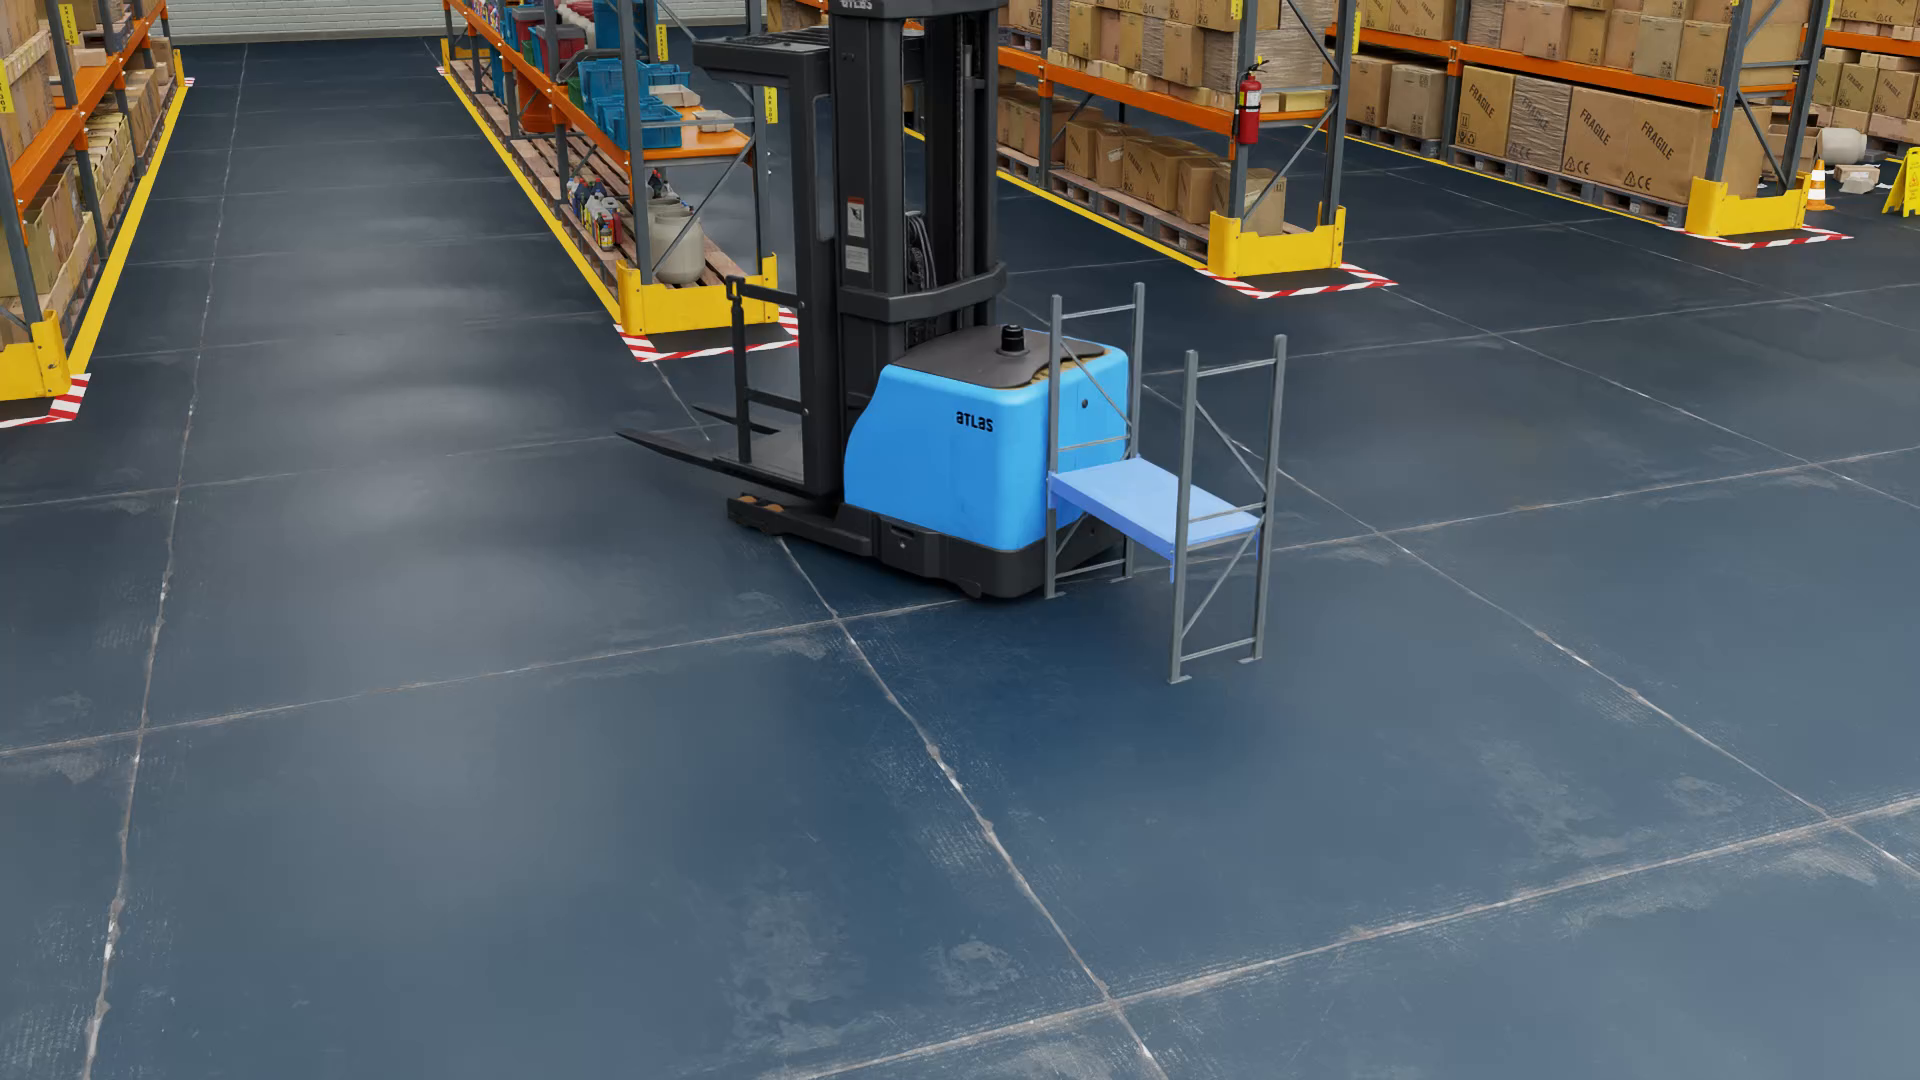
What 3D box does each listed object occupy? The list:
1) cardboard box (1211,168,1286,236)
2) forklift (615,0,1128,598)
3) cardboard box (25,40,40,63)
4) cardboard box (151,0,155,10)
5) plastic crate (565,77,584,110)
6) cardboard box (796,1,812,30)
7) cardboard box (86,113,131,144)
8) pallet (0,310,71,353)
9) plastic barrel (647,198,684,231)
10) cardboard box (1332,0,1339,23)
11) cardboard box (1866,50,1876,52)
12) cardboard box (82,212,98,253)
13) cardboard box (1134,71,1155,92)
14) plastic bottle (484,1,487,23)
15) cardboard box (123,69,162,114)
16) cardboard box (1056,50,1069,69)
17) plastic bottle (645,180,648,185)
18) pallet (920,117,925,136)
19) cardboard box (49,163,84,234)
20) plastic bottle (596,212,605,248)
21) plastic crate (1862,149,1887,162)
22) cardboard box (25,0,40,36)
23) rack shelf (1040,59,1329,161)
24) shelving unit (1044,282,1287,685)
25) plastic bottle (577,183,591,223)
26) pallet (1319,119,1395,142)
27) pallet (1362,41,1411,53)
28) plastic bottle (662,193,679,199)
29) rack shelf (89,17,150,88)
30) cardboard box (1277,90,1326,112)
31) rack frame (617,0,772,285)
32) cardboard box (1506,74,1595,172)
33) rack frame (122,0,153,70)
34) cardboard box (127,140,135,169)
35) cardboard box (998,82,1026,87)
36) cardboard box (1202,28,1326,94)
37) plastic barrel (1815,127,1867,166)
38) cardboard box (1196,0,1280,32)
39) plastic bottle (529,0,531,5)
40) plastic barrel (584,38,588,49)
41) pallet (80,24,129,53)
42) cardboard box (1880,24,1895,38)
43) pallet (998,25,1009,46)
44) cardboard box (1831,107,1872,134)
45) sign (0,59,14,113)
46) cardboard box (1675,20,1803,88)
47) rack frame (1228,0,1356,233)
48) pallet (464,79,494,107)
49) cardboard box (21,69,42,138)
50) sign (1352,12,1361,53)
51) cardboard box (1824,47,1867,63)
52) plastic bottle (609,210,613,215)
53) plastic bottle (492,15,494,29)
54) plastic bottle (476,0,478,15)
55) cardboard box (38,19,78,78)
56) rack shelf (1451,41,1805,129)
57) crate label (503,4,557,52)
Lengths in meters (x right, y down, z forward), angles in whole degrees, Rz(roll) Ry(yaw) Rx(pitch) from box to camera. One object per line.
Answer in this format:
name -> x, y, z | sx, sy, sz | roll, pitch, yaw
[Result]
cardboard box -> 2.524, -2.964, 14.597 | 0.500, 0.500, 0.500 | -4, 23, -9
forklift -> -0.621, -1.517, 8.575 | 3.031, 2.935, 1.130 | 17, 28, 35
cardboard box -> -7.382, -3.784, 12.901 | 0.380, 0.149, 0.250 | -8, 24, -19
cardboard box -> -11.062, -7.331, 22.154 | 0.500, 0.500, 0.500 | -8, 24, -19
plastic crate -> -3.102, -3.837, 14.264 | 0.450, 0.188, 0.662 | -8, 24, -19
cardboard box -> -1.986, -7.845, 25.696 | 0.875, 0.875, 0.875 | -8, 24, -19
cardboard box -> -8.950, -4.270, 17.297 | 0.500, 0.311, 0.500 | -8, 24, -18
pallet -> -6.849, -1.322, 11.615 | 1.003, 0.211, 1.213 | -8, 24, -19
plastic barrel -> -2.385, -2.471, 13.413 | 0.421, 0.512, 0.421 | 0, 23, 0
cardboard box -> 4.845, -6.722, 20.707 | 0.500, 0.500, 0.500 | -8, 24, -19
cardboard box -> 14.024, -7.512, 25.229 | 0.875, 0.625, 0.625 | -8, 24, -17
cardboard box -> -7.584, -2.576, 14.000 | 0.500, 0.250, 0.500 | -8, 24, -19
cardboard box -> 1.807, -4.183, 15.136 | 0.380, 0.149, 0.250 | -8, 24, -19
plastic bottle -> -5.806, -6.580, 20.564 | 0.144, 0.351, 0.185 | -8, 24, -19
cardboard box -> -10.336, -5.606, 20.841 | 0.500, 0.500, 0.500 | -8, 24, -19
cardboard box -> 1.187, -4.818, 16.643 | 0.380, 0.149, 0.250 | -8, 24, -19
plastic bottle -> -2.955, -3.234, 15.406 | 0.144, 0.351, 0.185 | -8, 24, -19
pallet -> 0.178, -5.030, 20.413 | 1.003, 0.211, 1.213 | -8, 24, -19
cardboard box -> -7.419, -2.739, 13.419 | 0.500, 0.500, 0.500 | -8, 24, -19
plastic bottle -> -3.022, -2.611, 14.015 | 0.061, 0.283, 0.133 | -8, 24, -18
plastic crate -> 10.375, -4.478, 19.270 | 0.402, 0.080, 0.583 | -18, 29, -37
cardboard box -> -7.790, -4.272, 13.224 | 0.700, 0.500, 0.500 | -8, 24, -19
rack shelf -> 2.023, -4.088, 15.513 | 1.077, 0.370, 4.000 | -8, 24, -19
shelving unit -> 0.883, -0.284, 7.492 | 0.538, 1.500, 1.048 | -12, 26, -27
plastic bottle -> -3.354, -3.030, 14.921 | 0.144, 0.351, 0.185 | -9, 25, -21
pallet -> 5.214, -5.219, 20.861 | 1.003, 0.211, 1.213 | -8, 24, -19
pallet -> 7.566, -8.415, 28.443 | 1.003, 0.211, 1.213 | -8, 24, -19
plastic bottle -> -2.585, -2.973, 14.882 | 0.152, 0.276, 0.135 | -8, 24, -18
rack shelf -> -10.072, -5.637, 19.188 | 1.077, 0.370, 4.000 | -8, 24, -19
cardboard box -> 2.852, -3.713, 14.021 | 0.380, 0.149, 0.250 | -8, 24, -19
rack frame -> -1.904, -3.013, 12.037 | 1.000, 3.000, 0.127 | -8, 24, -19
cardboard box -> 6.471, -4.439, 17.616 | 0.875, 0.875, 0.875 | -8, 24, -19
rack frame -> -10.779, -6.695, 20.773 | 1.000, 3.000, 0.127 | -8, 24, -19
cardboard box -> -8.952, -4.011, 17.403 | 0.500, 0.250, 0.500 | -8, 24, -18
cardboard box -> 0.366, -5.210, 19.901 | 0.700, 0.500, 0.500 | -10, 25, -23
cardboard box -> 2.561, -4.080, 14.055 | 0.875, 0.500, 0.500 | -8, 24, -19
plastic barrel -> 9.854, -4.408, 18.664 | 0.512, 0.421, 0.421 | 8, 24, 18
cardboard box -> 2.304, -4.503, 13.772 | 0.500, 0.500, 0.500 | -8, 24, -19
plastic bottle -> -5.457, -6.827, 21.250 | 0.097, 0.271, 0.097 | 0, 23, 0
plastic barrel -> -3.641, -4.905, 16.703 | 0.301, 0.262, 0.301 | 0, 23, 0
pallet -> -9.671, -5.390, 17.923 | 1.213, 0.211, 1.003 | -8, 24, -19
cardboard box -> 10.837, -5.867, 19.132 | 0.380, 0.149, 0.250 | -8, 24, -19
pallet -> 0.641, -5.798, 18.890 | 1.003, 0.211, 1.213 | -8, 24, -19
cardboard box -> 10.742, -4.989, 19.723 | 0.500, 0.250, 0.500 | -7, 24, -16
sign -> -6.018, -2.844, 10.420 | 0.100, 0.325, 0.005 | -8, 24, -19
cardboard box -> 7.232, -4.534, 15.453 | 0.875, 0.550, 0.550 | -8, 24, -19
rack frame -> 2.729, -3.693, 13.649 | 1.000, 3.000, 0.127 | -8, 24, -19
pallet -> -6.440, -6.350, 23.545 | 1.003, 0.211, 1.213 | -8, 24, -19
cardboard box -> -7.424, -3.300, 12.590 | 0.700, 0.500, 0.500 | -8, 24, -18
sign -> 3.237, -4.166, 13.658 | 0.100, 0.325, 0.005 | -8, 24, -19
cardboard box -> 10.531, -5.772, 19.781 | 0.380, 0.149, 0.250 | -8, 24, -18
plastic bottle -> -3.040, -2.771, 14.500 | 0.097, 0.201, 0.097 | 0, 23, 0
plastic bottle -> -5.550, -6.222, 19.906 | 0.097, 0.201, 0.097 | 0, 23, 0
plastic bottle -> -6.192, -6.915, 21.460 | 0.097, 0.271, 0.097 | 0, 23, 0
cardboard box -> -8.758, -4.680, 15.864 | 0.500, 0.500, 0.500 | -10, 25, -22
rack shelf -> 6.699, -4.732, 17.041 | 1.077, 0.370, 4.000 | -8, 24, -19
crate label -> -4.632, -5.538, 17.982 | 0.502, 0.435, 0.616 | -8, 24, -19
